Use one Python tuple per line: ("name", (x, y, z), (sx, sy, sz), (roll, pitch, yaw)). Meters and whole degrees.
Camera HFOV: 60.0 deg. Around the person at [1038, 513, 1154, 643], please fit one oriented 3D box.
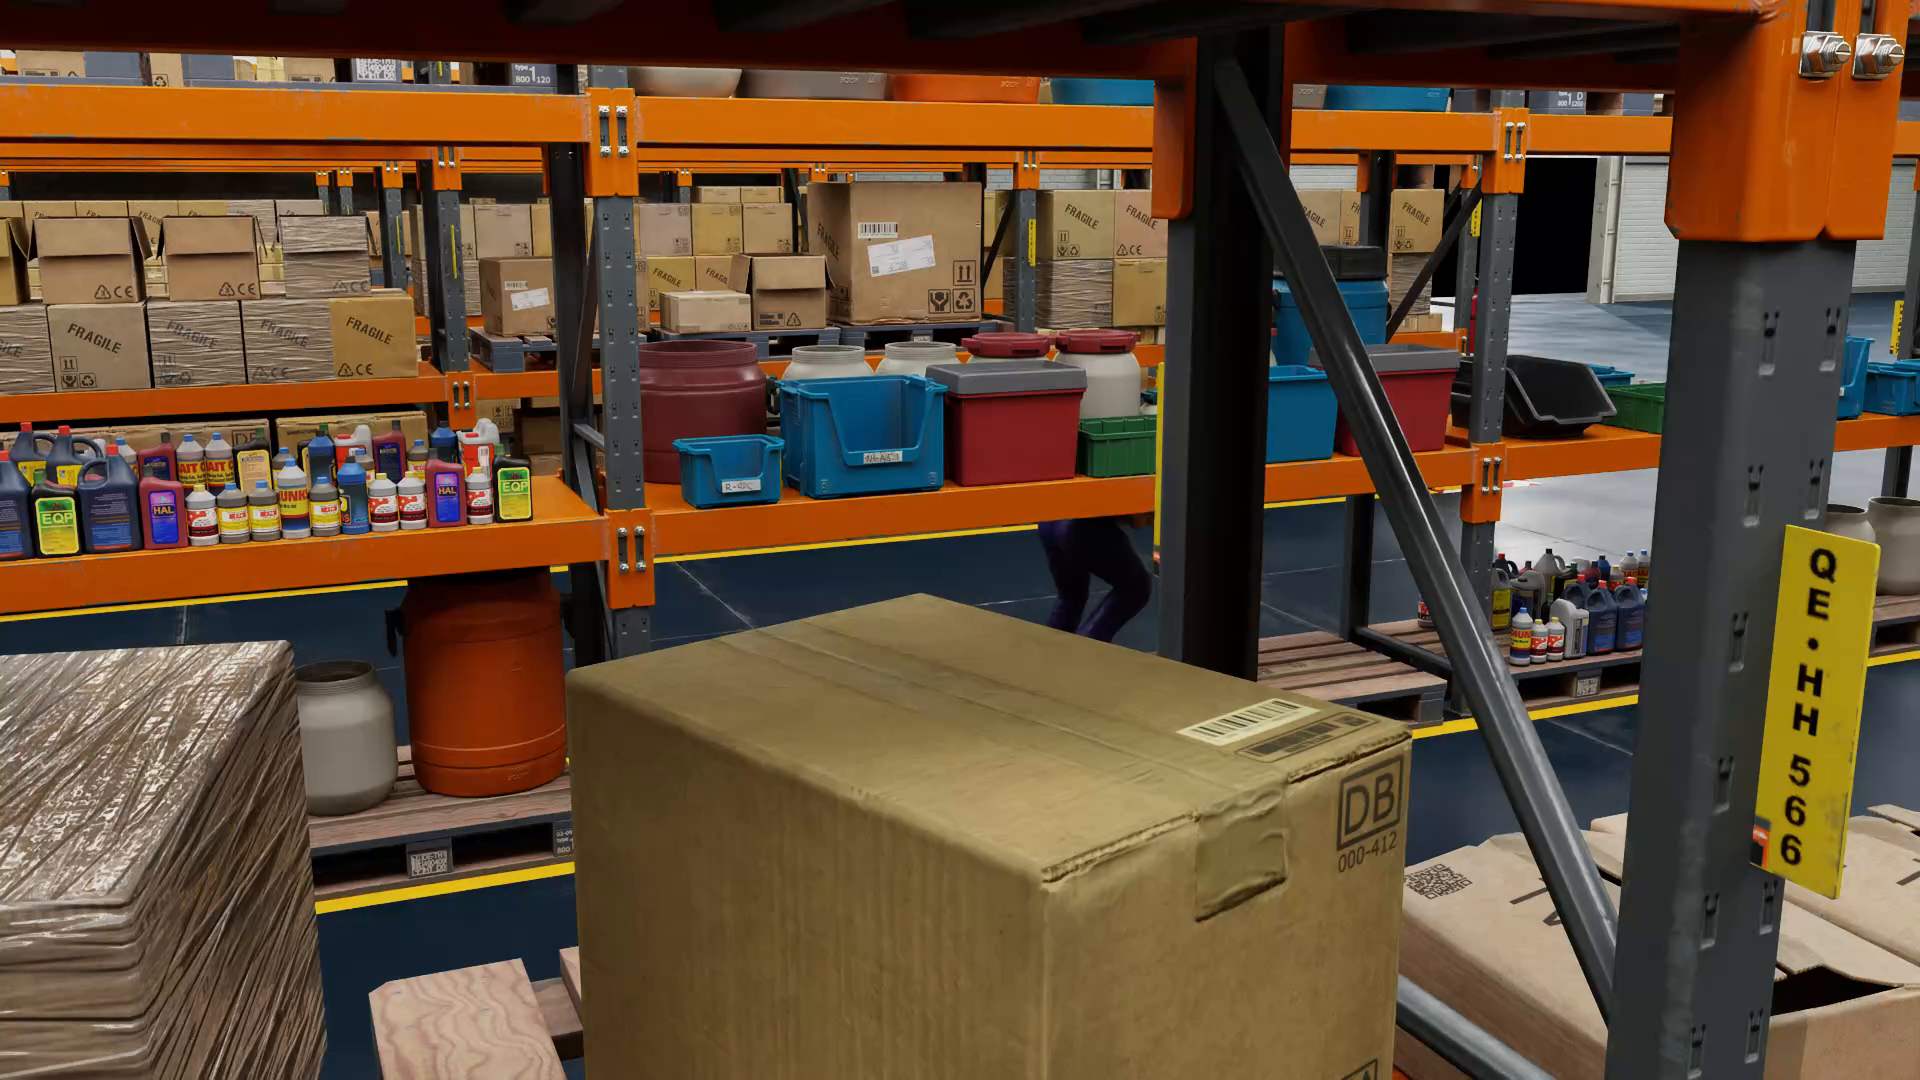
("person", (0.626, -0.023, 8.182), (0.584, 1.611, 0.445), (-5, 13, -22))
